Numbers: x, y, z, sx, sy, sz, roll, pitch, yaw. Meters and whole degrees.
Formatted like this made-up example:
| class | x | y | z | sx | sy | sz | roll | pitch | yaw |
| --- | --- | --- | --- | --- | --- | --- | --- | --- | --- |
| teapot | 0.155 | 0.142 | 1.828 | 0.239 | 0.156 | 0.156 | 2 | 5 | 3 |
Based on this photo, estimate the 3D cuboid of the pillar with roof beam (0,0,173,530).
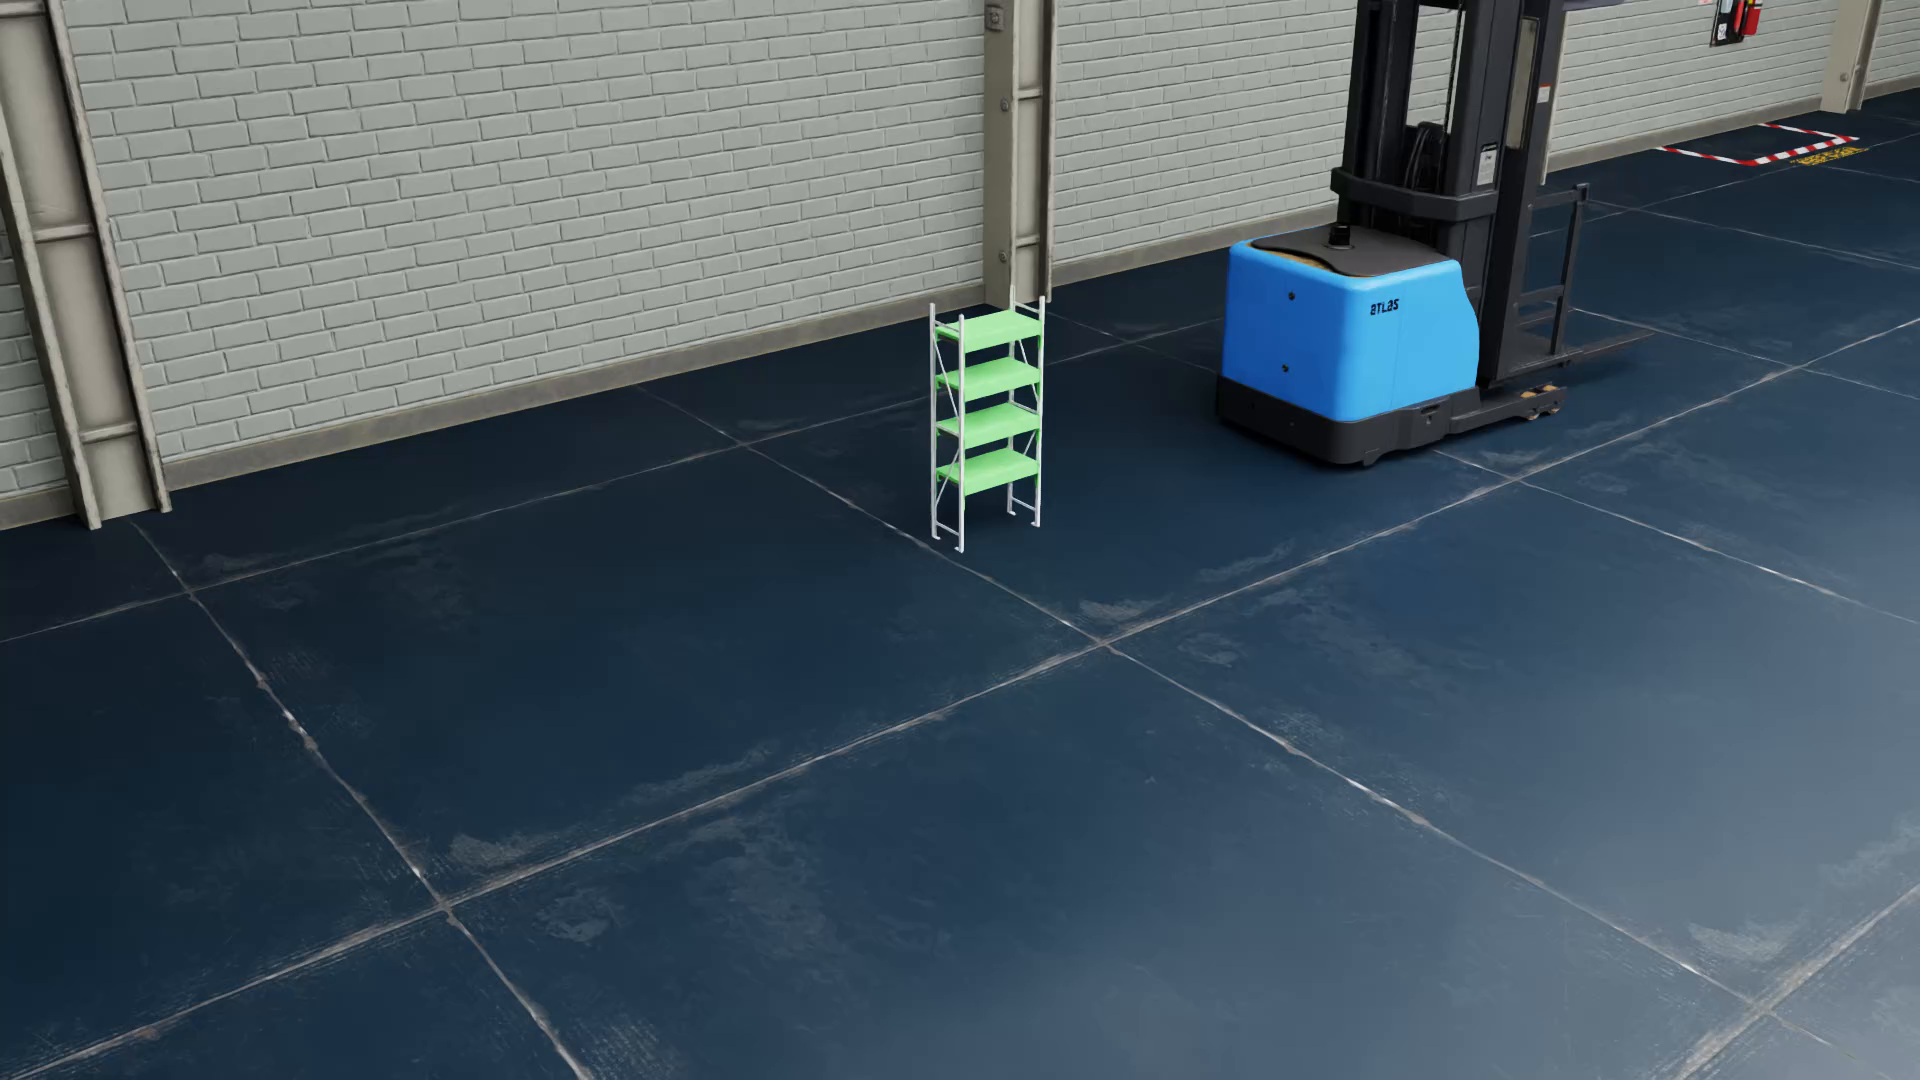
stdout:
| class | x | y | z | sx | sy | sz | roll | pitch | yaw |
| --- | --- | --- | --- | --- | --- | --- | --- | --- | --- |
| pillar with roof beam | -1.655 | -2.807 | 3.609 | 0.400 | 9.000 | 9.100 | -18 | 31 | -34 |

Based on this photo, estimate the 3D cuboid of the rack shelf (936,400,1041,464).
| class | x | y | z | sx | sy | sz | roll | pitch | yaw |
| --- | --- | --- | --- | --- | --- | --- | --- | --- | --- |
| rack shelf | 0.130 | -0.529 | 8.117 | 0.480 | 0.148 | 0.258 | -18 | 31 | -34 |

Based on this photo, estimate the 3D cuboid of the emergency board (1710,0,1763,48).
| class | x | y | z | sx | sy | sz | roll | pitch | yaw |
| --- | --- | --- | --- | --- | --- | --- | --- | --- | --- |
| emergency board | 7.885 | -5.558 | 16.663 | 0.643 | 1.169 | 0.194 | -18 | 31 | -34 |

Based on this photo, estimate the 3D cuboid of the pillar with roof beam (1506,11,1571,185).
| class | x | y | z | sx | sy | sz | roll | pitch | yaw |
| --- | --- | --- | --- | --- | --- | --- | --- | --- | --- |
| pillar with roof beam | 7.788 | -5.924 | 10.325 | 0.400 | 9.000 | 9.100 | -18 | 31 | -34 |

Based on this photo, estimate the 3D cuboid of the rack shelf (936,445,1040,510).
| class | x | y | z | sx | sy | sz | roll | pitch | yaw |
| --- | --- | --- | --- | --- | --- | --- | --- | --- | --- |
| rack shelf | 0.130 | -0.312 | 8.218 | 0.480 | 0.148 | 0.258 | -18 | 31 | -34 |

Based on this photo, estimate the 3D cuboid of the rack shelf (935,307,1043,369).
| class | x | y | z | sx | sy | sz | roll | pitch | yaw |
| --- | --- | --- | --- | --- | --- | --- | --- | --- | --- |
| rack shelf | 0.130 | -0.965 | 7.915 | 0.480 | 0.148 | 0.258 | -18 | 31 | -34 |

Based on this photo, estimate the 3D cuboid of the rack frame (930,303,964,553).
| class | x | y | z | sx | sy | sz | roll | pitch | yaw |
| --- | --- | --- | --- | --- | --- | --- | --- | --- | --- |
| rack frame | -0.062 | -0.524 | 7.953 | 0.015 | 1.200 | 0.240 | -18 | 31 | -34 |

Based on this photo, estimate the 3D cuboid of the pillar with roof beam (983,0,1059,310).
| class | x | y | z | sx | sy | sz | roll | pitch | yaw |
| --- | --- | --- | --- | --- | --- | --- | --- | --- | --- |
| pillar with roof beam | 3.067 | -4.366 | 6.967 | 0.400 | 9.000 | 9.100 | -18 | 31 | -34 |

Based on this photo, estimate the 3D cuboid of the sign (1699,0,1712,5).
| class | x | y | z | sx | sy | sz | roll | pitch | yaw |
| --- | --- | --- | --- | --- | --- | --- | --- | --- | --- |
| sign | 7.386 | -5.465 | 16.420 | 0.234 | 0.329 | 0.001 | -18 | 31 | -34 |

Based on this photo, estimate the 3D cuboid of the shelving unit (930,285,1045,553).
| class | x | y | z | sx | sy | sz | roll | pitch | yaw |
| --- | --- | --- | --- | --- | --- | --- | --- | --- | --- |
| shelving unit | 0.130 | -0.587 | 8.090 | 0.503 | 1.200 | 0.258 | -18 | 31 | -34 |

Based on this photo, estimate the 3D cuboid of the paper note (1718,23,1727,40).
| class | x | y | z | sx | sy | sz | roll | pitch | yaw |
| --- | --- | --- | --- | --- | --- | --- | --- | --- | --- |
| paper note | 7.703 | -5.136 | 16.799 | 0.142 | 0.148 | 0.016 | -18 | 31 | -34 |

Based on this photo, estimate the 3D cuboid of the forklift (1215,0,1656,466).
| class | x | y | z | sx | sy | sz | roll | pitch | yaw |
| --- | --- | --- | --- | --- | --- | --- | --- | --- | --- |
| forklift | 2.986 | -2.199 | 9.506 | 3.031 | 2.935 | 1.130 | -16 | 29 | -31 |

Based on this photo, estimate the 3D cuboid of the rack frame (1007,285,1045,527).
| class | x | y | z | sx | sy | sz | roll | pitch | yaw |
| --- | --- | --- | --- | --- | --- | --- | --- | --- | --- |
| rack frame | 0.322 | -0.651 | 8.227 | 0.015 | 1.200 | 0.240 | -18 | 31 | -34 |

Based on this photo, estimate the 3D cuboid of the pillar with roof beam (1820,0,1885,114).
| class | x | y | z | sx | sy | sz | roll | pitch | yaw |
| --- | --- | --- | --- | --- | --- | --- | --- | --- | --- |
| pillar with roof beam | 12.510 | -7.483 | 13.683 | 0.400 | 9.000 | 9.100 | -18 | 31 | -34 |

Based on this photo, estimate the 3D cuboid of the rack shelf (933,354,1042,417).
| class | x | y | z | sx | sy | sz | roll | pitch | yaw |
| --- | --- | --- | --- | --- | --- | --- | --- | --- | --- |
| rack shelf | 0.130 | -0.747 | 8.016 | 0.480 | 0.148 | 0.258 | -18 | 31 | -34 |
